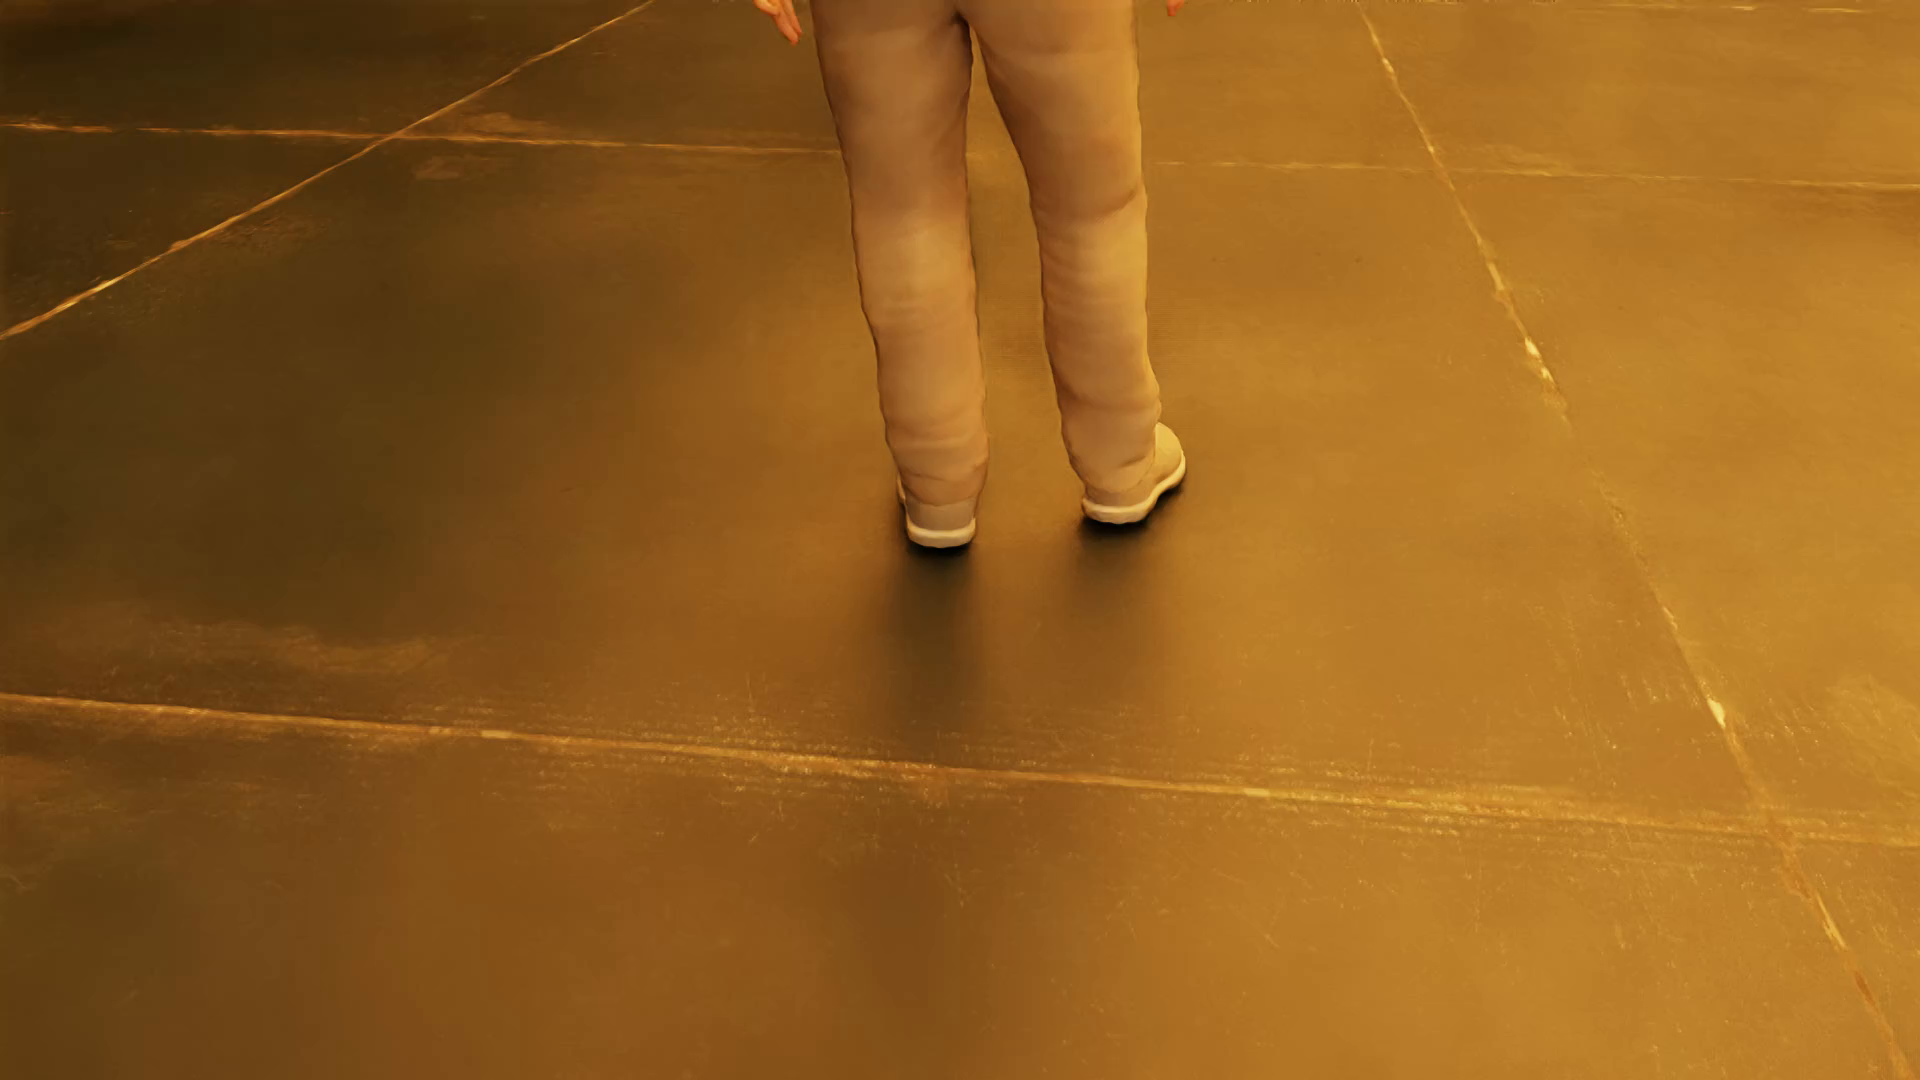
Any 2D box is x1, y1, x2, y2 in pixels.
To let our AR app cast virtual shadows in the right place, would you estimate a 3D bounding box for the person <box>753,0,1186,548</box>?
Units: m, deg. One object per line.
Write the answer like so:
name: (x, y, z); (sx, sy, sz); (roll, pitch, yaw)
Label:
person: (0.024, -0.819, 2.189); (0.640, 1.726, 0.550); (3, 27, 7)
